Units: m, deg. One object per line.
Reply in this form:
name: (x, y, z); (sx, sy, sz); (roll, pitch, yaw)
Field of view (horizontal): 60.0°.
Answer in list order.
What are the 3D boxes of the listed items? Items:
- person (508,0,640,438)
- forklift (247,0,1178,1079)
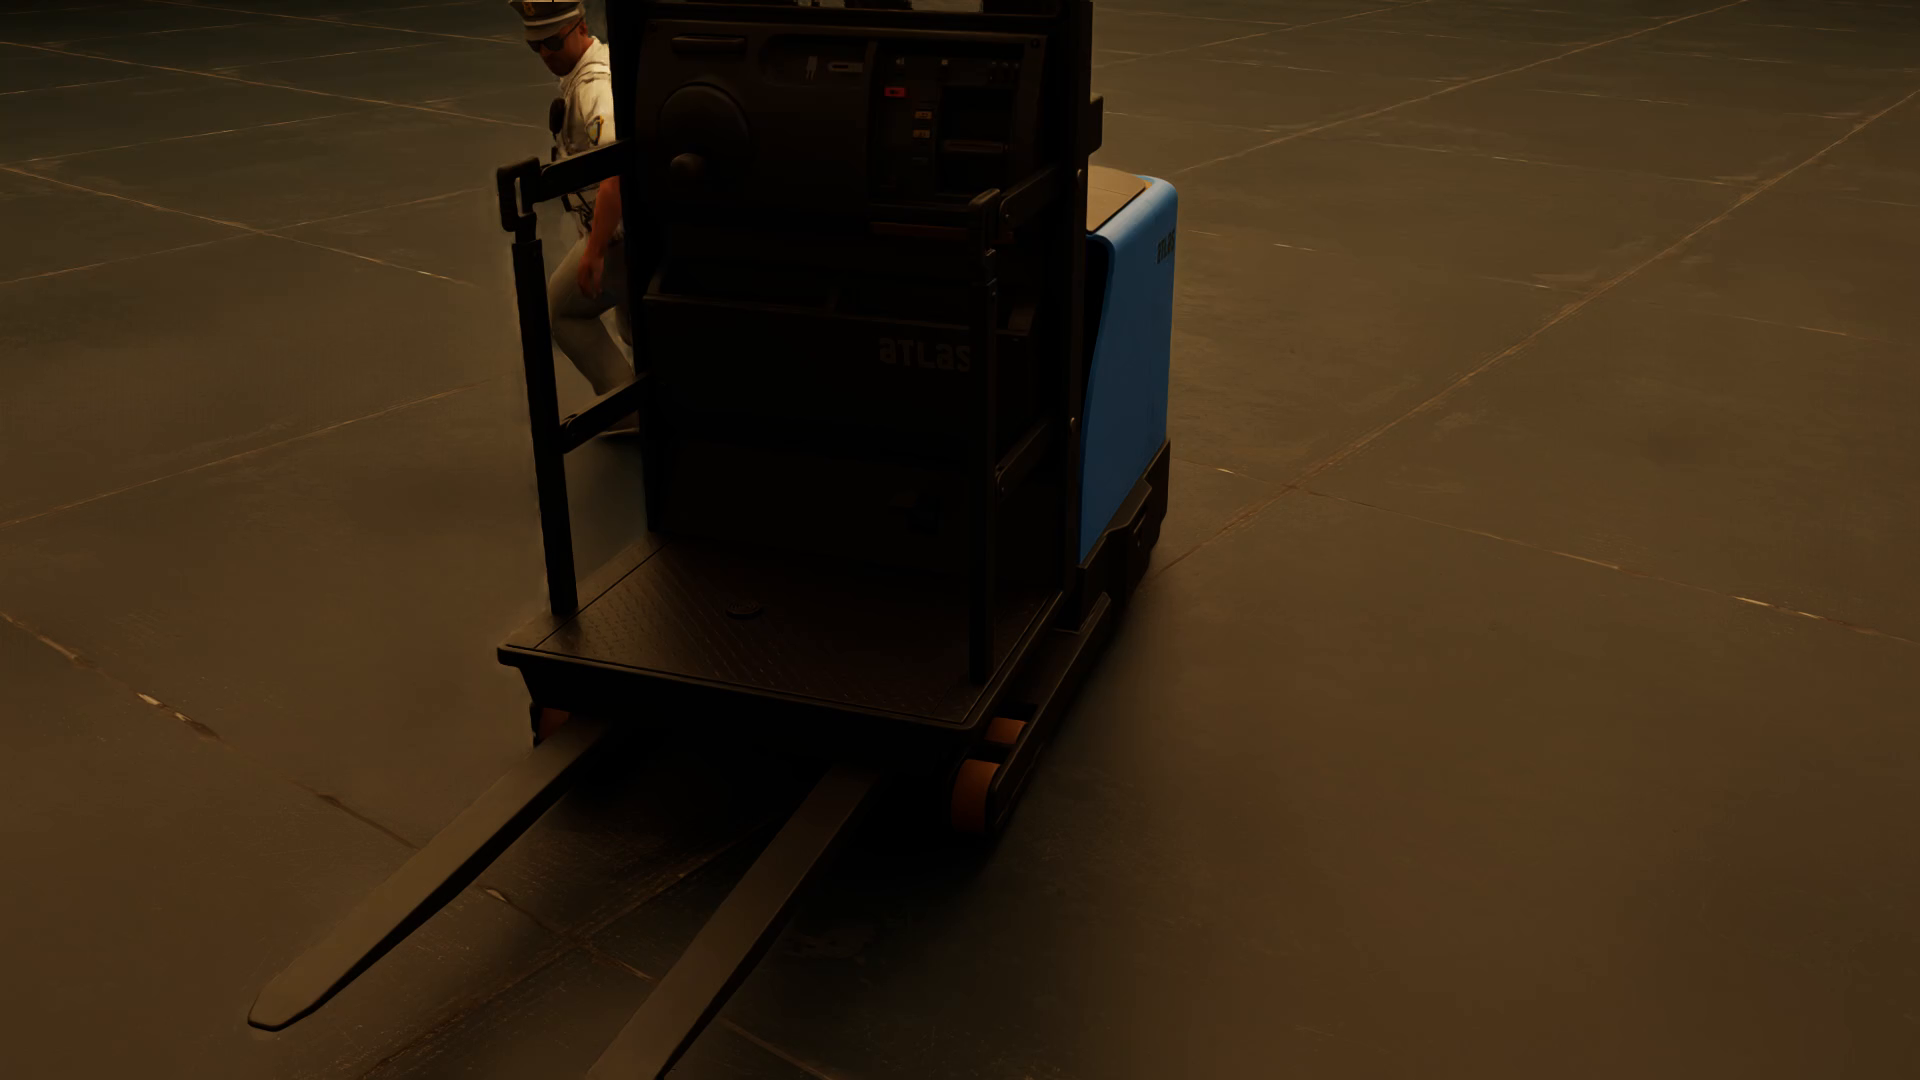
person: (-1.117, -1.062, 5.590); (0.722, 1.537, 0.698); (8, 25, 17)
forklift: (-0.337, -0.892, 3.387); (1.130, 2.935, 3.031); (8, 25, 17)
